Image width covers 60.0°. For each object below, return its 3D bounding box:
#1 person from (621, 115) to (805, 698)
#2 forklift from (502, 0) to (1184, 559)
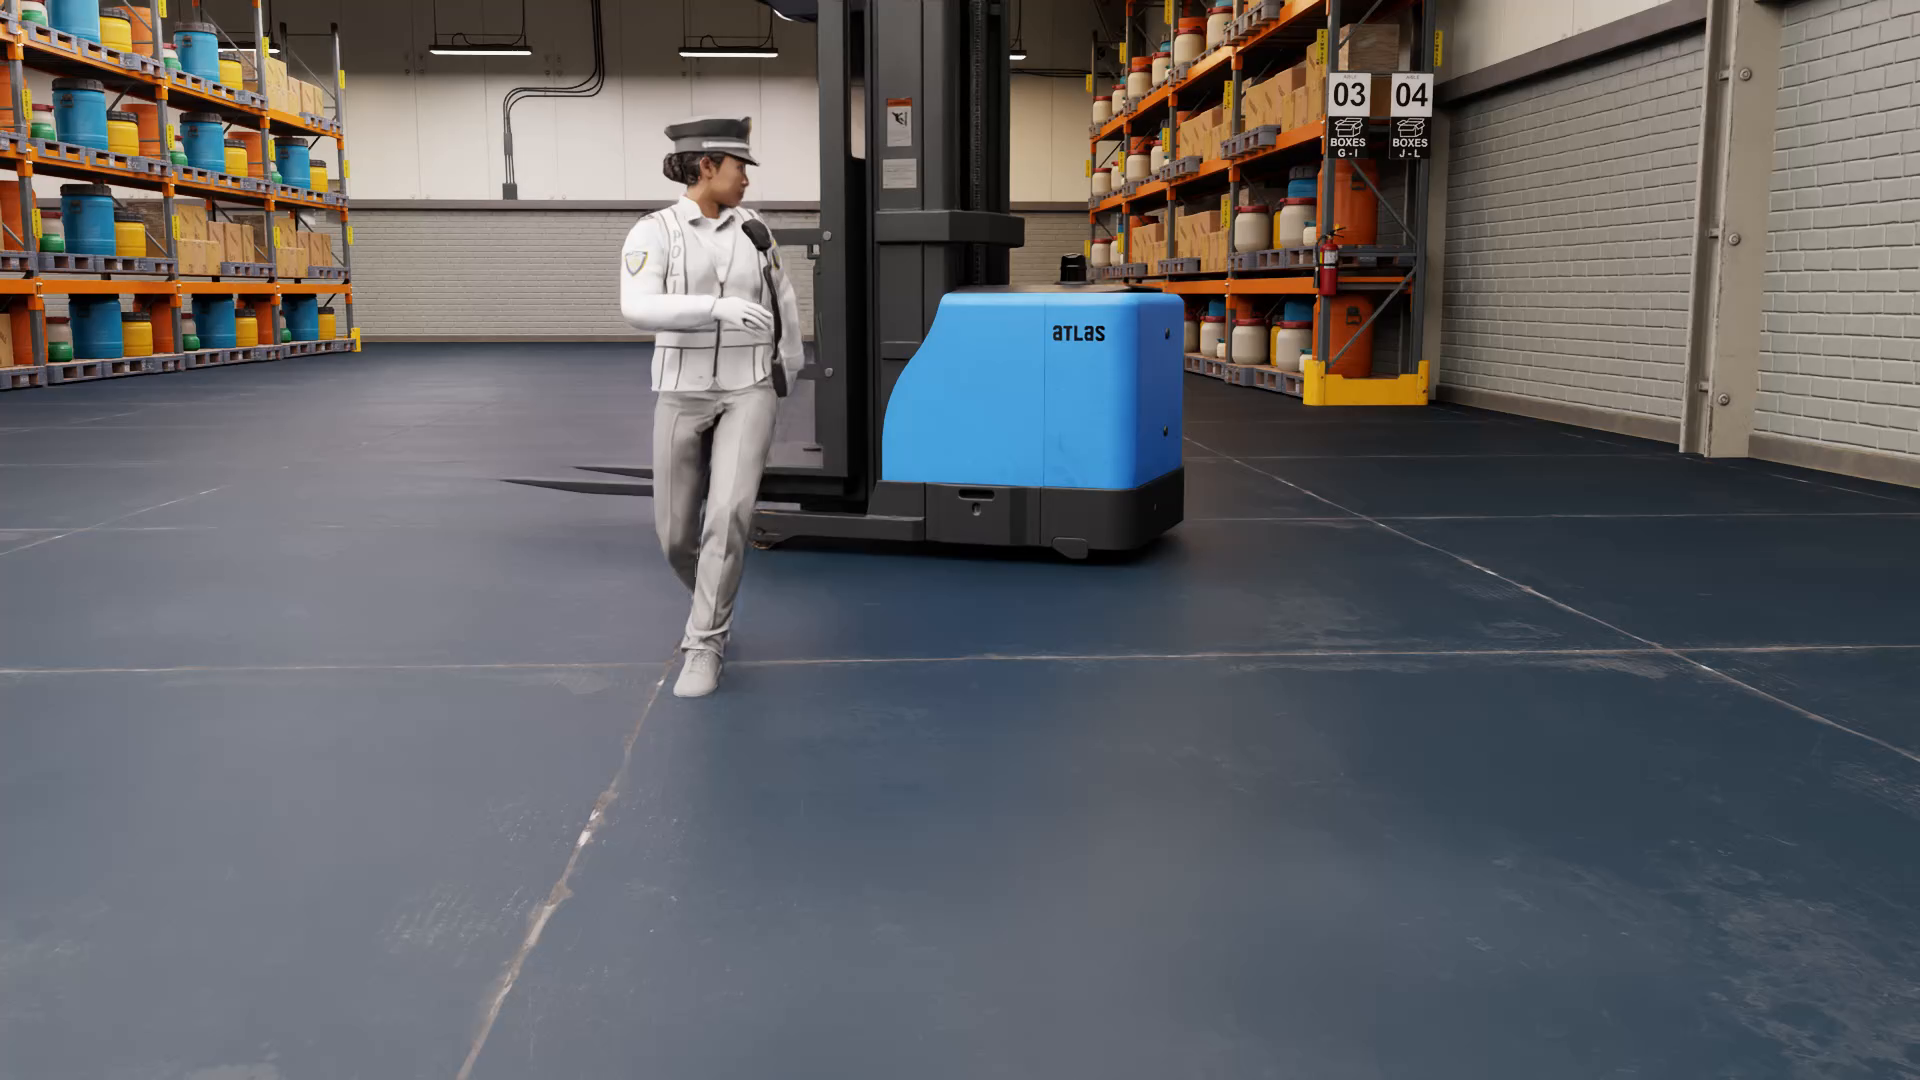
[{"bbox_3d":[-0.700,-0.404,4.787,0.506,1.599,0.883,-1,8,-5],"label":"person"},{"bbox_3d":[-0.577,-1.480,7.296,3.031,2.935,1.130,3,9,19],"label":"forklift"}]
